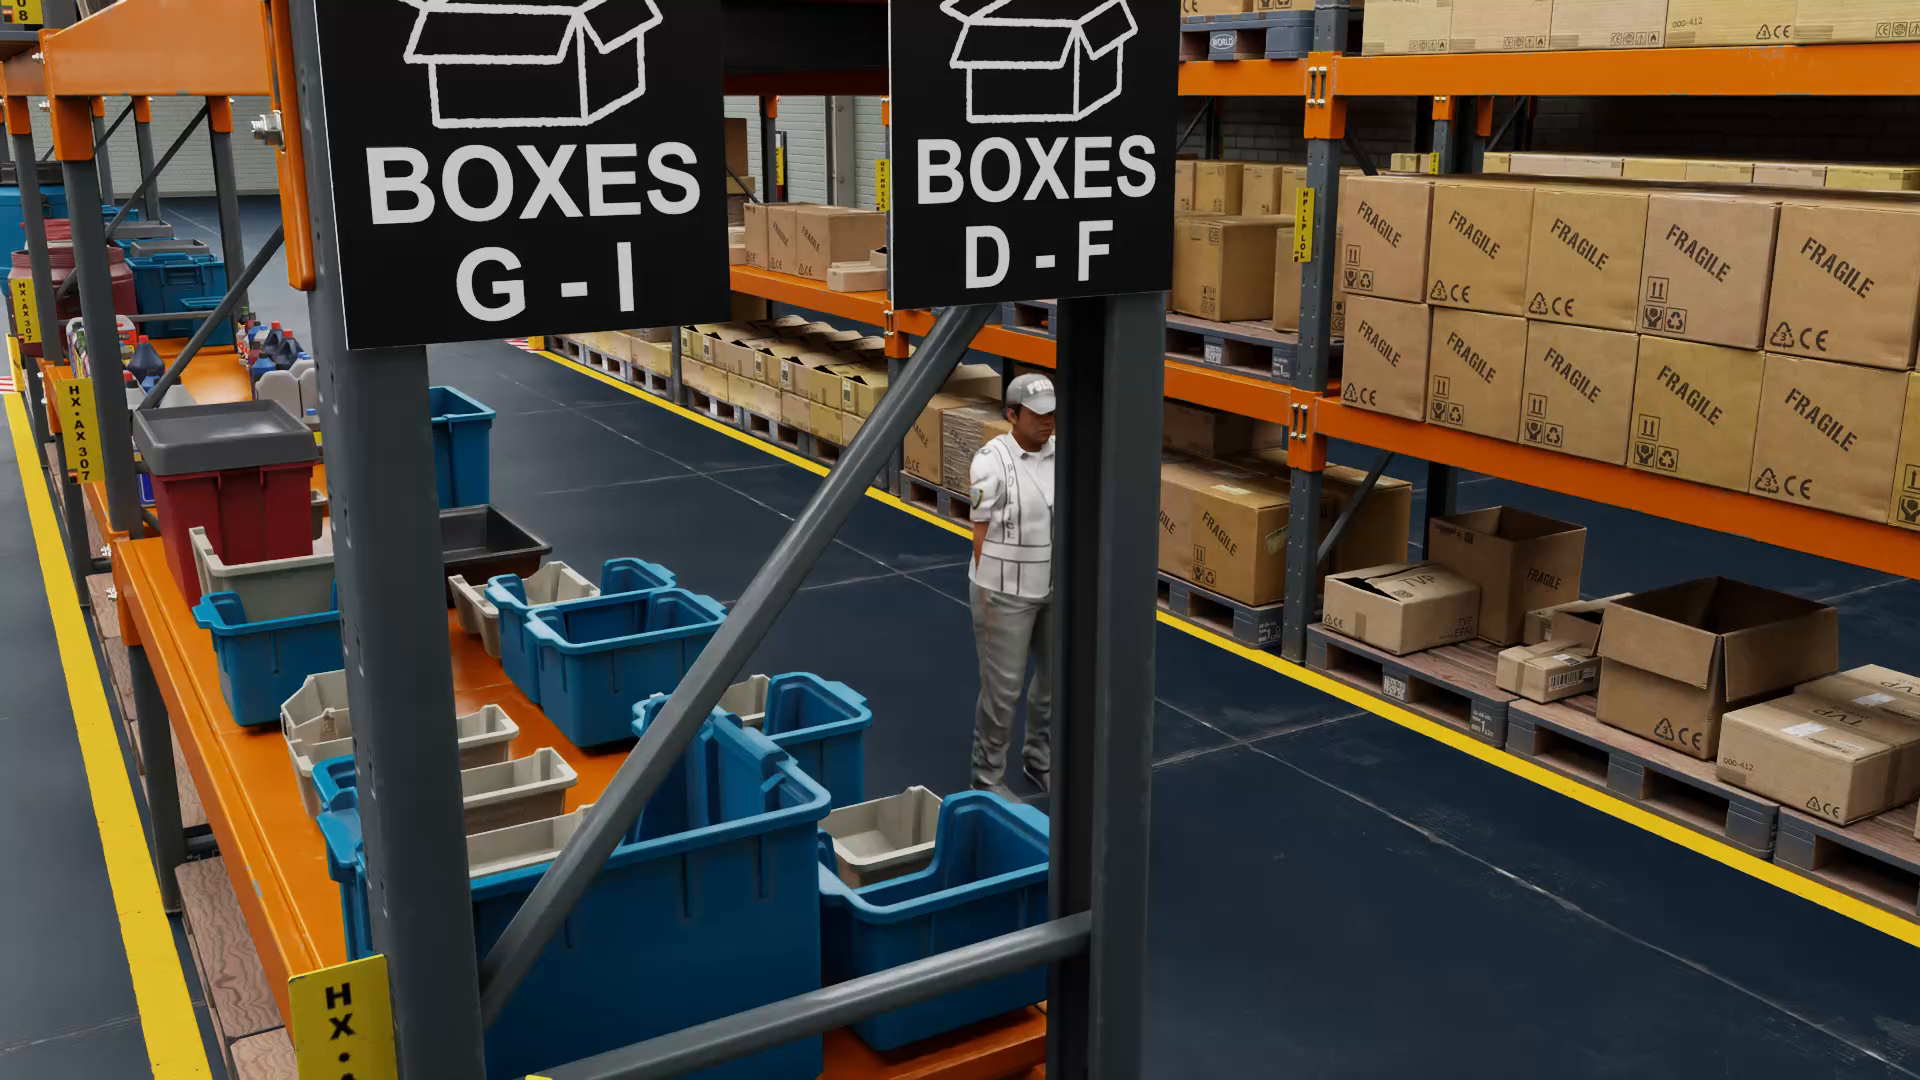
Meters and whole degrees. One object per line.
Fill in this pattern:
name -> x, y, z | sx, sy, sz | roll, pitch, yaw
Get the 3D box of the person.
person -> 0.269, 0.203, 6.296 | 0.466, 1.675, 0.390 | -8, 17, -28
